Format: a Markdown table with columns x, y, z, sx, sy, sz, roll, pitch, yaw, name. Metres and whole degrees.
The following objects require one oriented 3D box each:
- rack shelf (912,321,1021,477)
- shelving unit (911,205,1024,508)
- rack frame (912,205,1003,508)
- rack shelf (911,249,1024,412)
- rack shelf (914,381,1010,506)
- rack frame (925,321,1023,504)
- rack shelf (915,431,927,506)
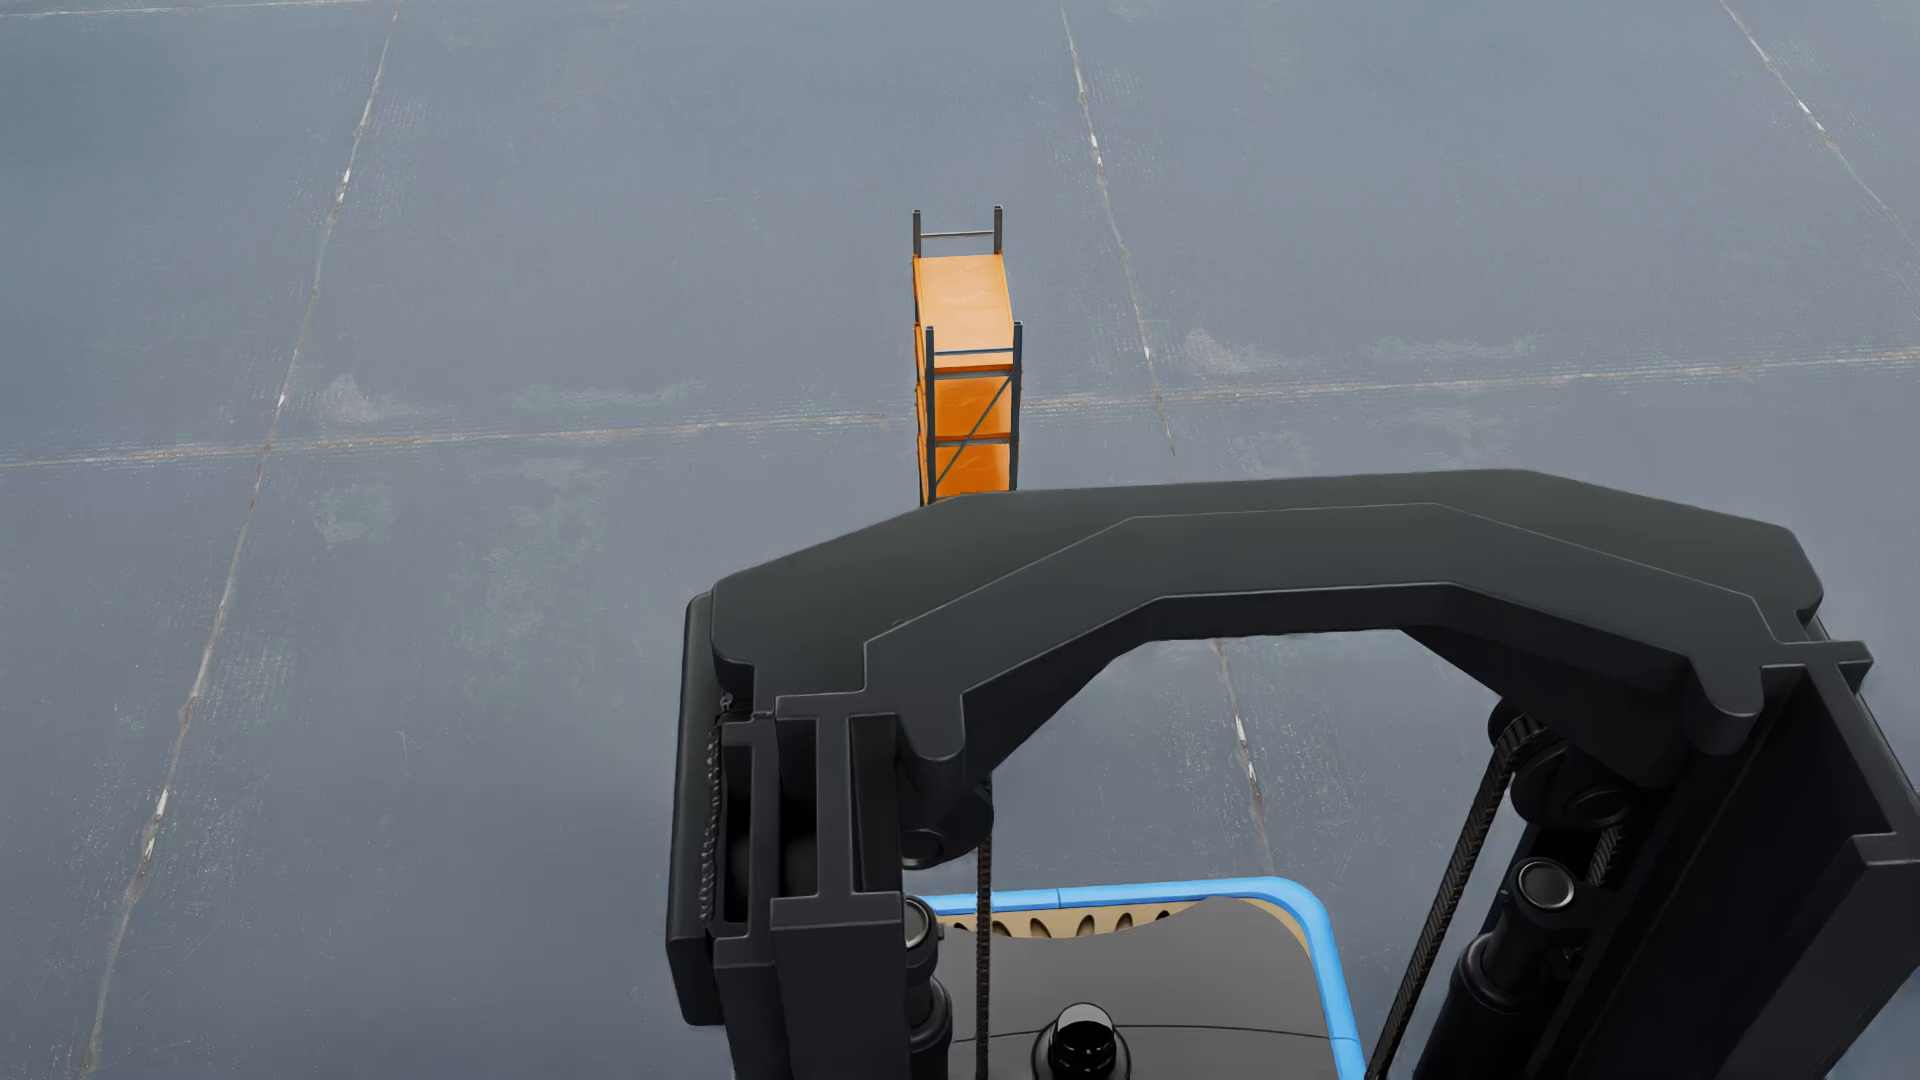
| x | y | z | sx | sy | sz | roll | pitch | yaw | name |
| --- | --- | --- | --- | --- | --- | --- | --- | --- | --- |
| 0.014 | -0.400 | 4.587 | 0.258 | 0.148 | 0.480 | -3 | 47 | -3 | rack shelf |
| 0.014 | -0.293 | 4.701 | 0.258 | 1.200 | 0.503 | -3 | 47 | -3 | shelving unit |
| -0.007 | -0.469 | 4.868 | 0.240 | 1.200 | 0.015 | -3 | 47 | -3 | rack frame |
| 0.014 | -0.563 | 4.416 | 0.258 | 0.148 | 0.480 | -3 | 47 | -3 | rack shelf |
| 0.014 | -0.247 | 4.750 | 0.258 | 0.148 | 0.480 | -3 | 47 | -3 | rack shelf |
| 0.034 | -0.116 | 4.534 | 0.240 | 1.200 | 0.015 | -3 | 47 | -3 | rack frame |
| 0.014 | -0.110 | 4.894 | 0.258 | 0.148 | 0.480 | -3 | 47 | -3 | rack shelf |
